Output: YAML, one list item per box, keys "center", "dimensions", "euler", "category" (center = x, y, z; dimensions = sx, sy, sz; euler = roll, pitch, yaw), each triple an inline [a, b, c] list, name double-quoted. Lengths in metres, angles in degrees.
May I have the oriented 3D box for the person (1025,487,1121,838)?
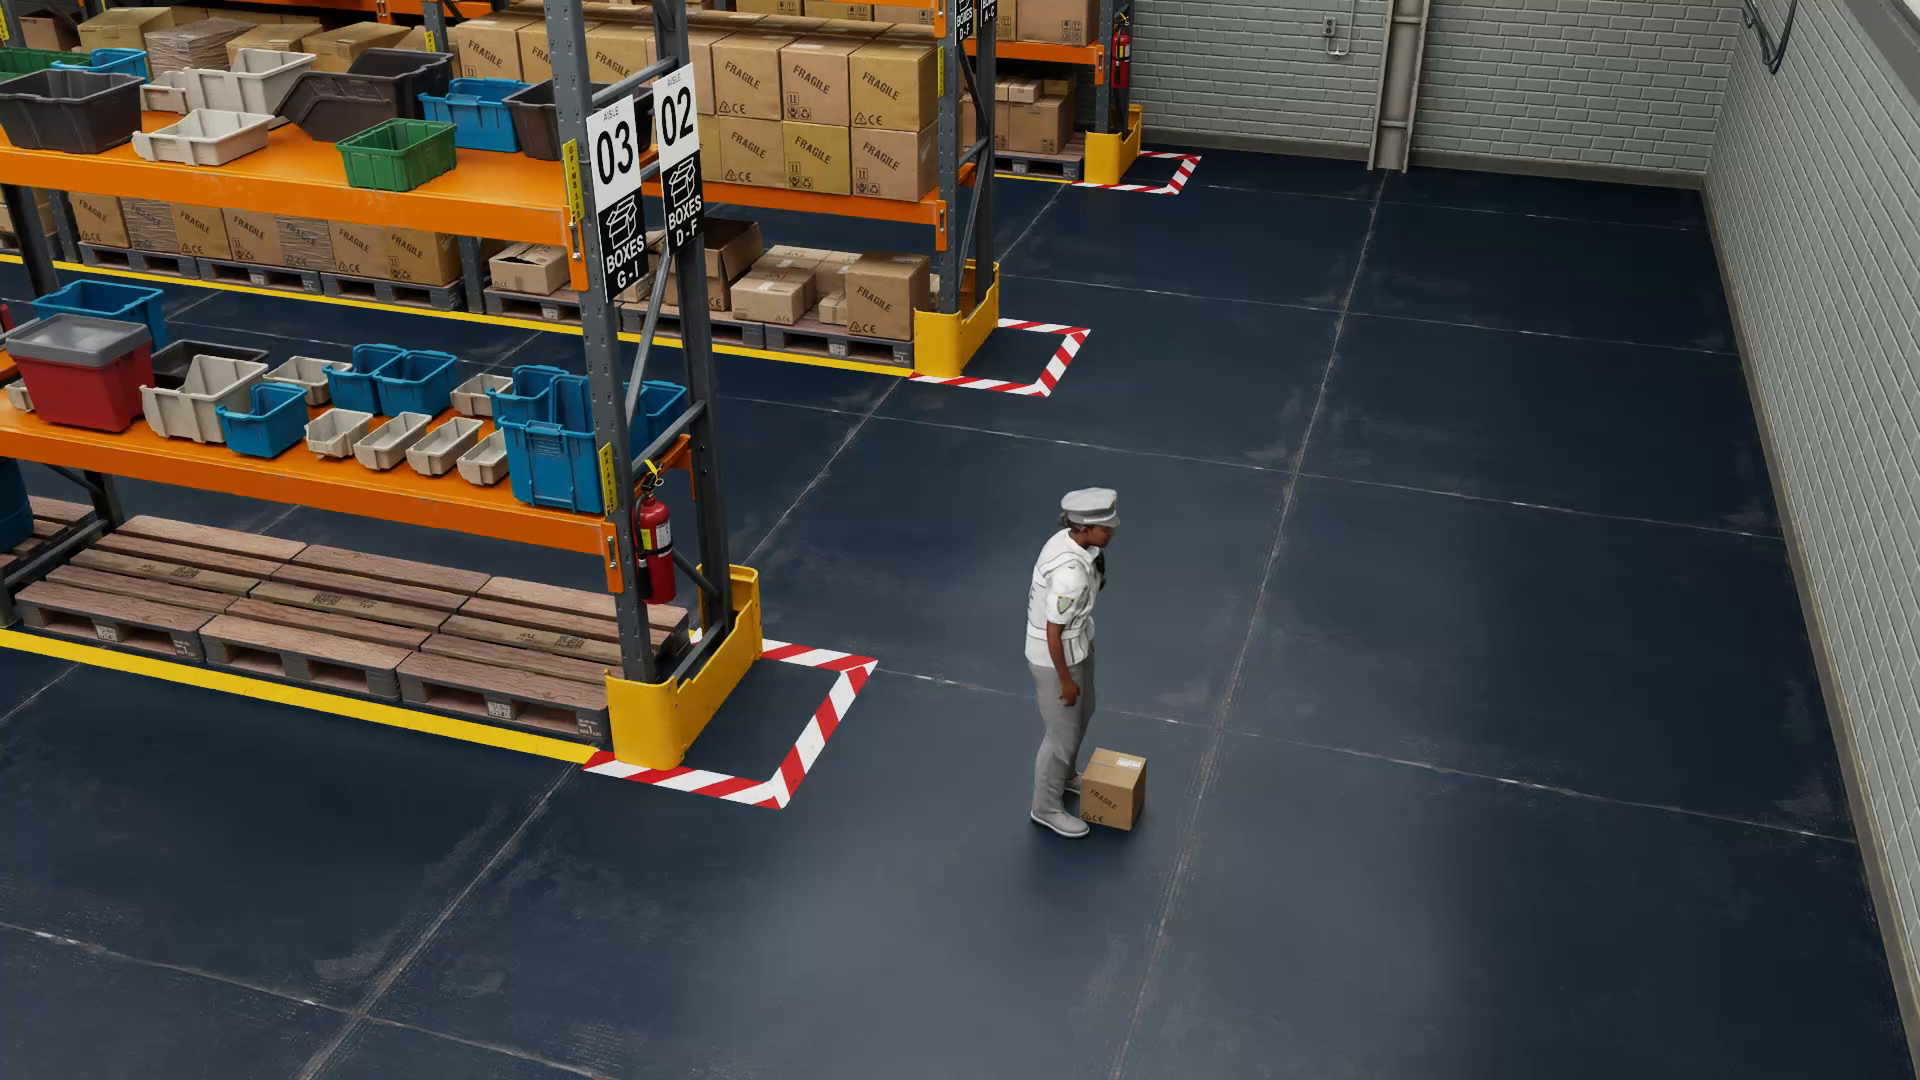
- center: [0.498, 0.529, 7.558]
  dimensions: [0.393, 1.662, 0.527]
  euler: [7, 30, 13]
  category: "person"
